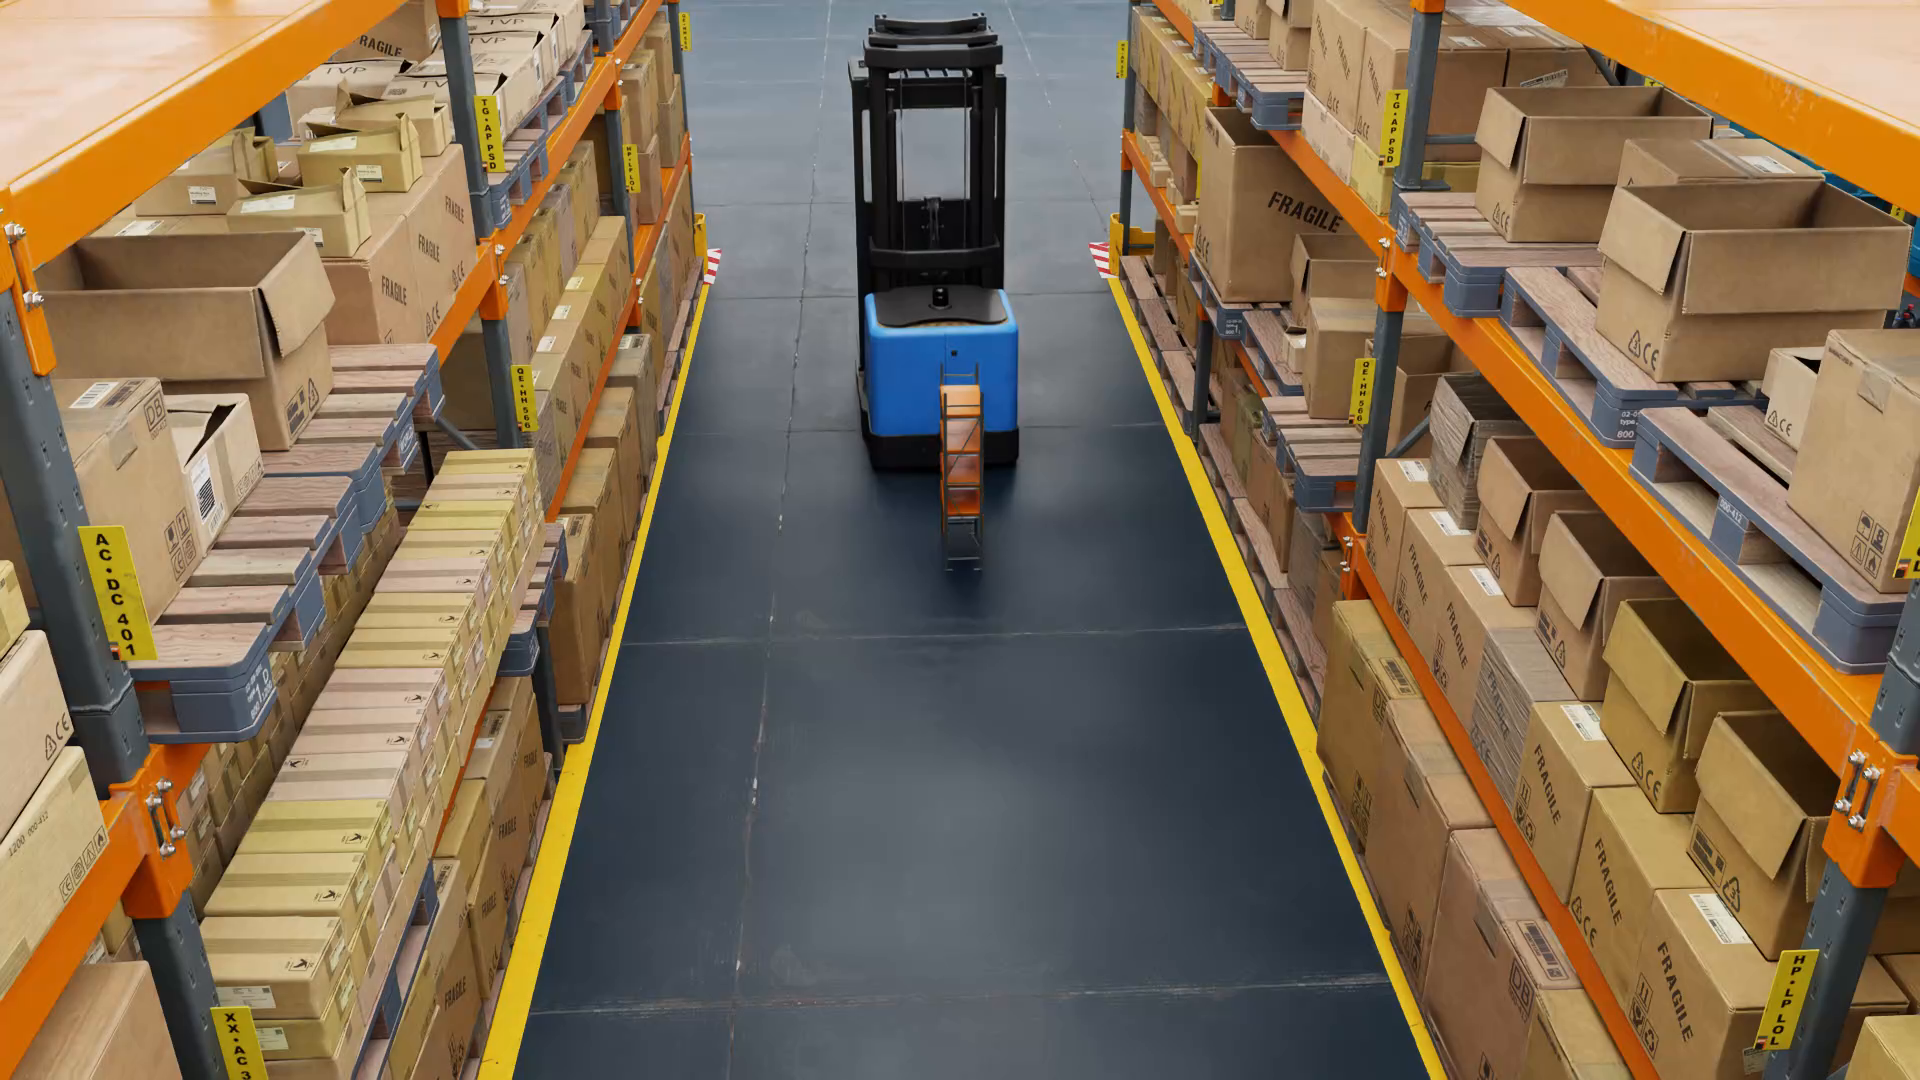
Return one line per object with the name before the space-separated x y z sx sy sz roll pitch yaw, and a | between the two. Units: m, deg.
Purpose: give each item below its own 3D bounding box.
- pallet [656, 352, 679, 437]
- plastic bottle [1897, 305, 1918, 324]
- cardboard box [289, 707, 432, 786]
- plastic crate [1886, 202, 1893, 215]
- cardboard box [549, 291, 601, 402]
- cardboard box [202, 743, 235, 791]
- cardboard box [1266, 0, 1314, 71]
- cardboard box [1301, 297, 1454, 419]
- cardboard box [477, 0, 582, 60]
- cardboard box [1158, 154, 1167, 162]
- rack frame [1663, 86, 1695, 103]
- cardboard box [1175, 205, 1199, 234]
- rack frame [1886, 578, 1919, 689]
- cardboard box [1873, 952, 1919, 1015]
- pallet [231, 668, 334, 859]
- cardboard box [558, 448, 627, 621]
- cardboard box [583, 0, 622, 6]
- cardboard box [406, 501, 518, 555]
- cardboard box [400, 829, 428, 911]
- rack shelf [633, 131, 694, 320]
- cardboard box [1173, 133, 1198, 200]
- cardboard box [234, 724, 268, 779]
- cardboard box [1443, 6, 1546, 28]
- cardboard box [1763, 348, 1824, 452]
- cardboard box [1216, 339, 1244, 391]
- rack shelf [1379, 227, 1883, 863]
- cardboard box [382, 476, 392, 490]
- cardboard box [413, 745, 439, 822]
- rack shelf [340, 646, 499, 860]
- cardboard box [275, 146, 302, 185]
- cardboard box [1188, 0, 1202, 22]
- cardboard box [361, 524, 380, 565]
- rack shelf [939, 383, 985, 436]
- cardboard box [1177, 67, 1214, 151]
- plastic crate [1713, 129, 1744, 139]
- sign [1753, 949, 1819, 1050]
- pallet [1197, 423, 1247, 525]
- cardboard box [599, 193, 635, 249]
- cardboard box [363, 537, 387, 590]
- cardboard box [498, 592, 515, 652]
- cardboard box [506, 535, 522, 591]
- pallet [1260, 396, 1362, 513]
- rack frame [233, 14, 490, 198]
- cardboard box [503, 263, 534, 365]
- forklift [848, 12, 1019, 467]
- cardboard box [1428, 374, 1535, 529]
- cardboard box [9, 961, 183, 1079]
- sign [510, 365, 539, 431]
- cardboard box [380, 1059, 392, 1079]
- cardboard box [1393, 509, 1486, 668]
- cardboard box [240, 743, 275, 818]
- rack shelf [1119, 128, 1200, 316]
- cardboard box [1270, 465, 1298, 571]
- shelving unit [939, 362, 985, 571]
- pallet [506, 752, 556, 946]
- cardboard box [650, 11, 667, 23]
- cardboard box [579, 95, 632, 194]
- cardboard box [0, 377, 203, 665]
pallet | -2.717 -1.119 12.729 1.003 0.211 1.213 -1 28 -3
plastic bottle | 7.512 -1.686 13.189 0.144 0.351 0.185 -3 28 -5
cardboard box | -1.955 0.680 5.439 0.380 0.149 0.250 -2 28 -3
plastic crate | 7.249 -2.412 12.261 0.767 0.338 0.504 -1 28 -3
cardboard box | -2.379 -1.111 9.591 0.500 0.500 0.500 -2 28 -3
cardboard box | -2.603 0.695 5.411 0.380 0.149 0.250 -2 28 -4
cardboard box | 2.179 -2.983 9.478 0.797 0.503 0.637 0 28 -1
cardboard box | 2.215 -0.962 8.852 0.700 0.500 0.500 3 28 5
cardboard box | -2.471 -2.931 9.545 0.500 0.250 0.500 -2 28 -3
cardboard box | 1.843 -3.097 13.778 0.380 0.149 0.250 -1 28 -3
rack frame | 6.941 -4.042 15.319 1.000 3.000 0.127 -1 28 -3
cardboard box | 1.818 -2.402 12.445 0.380 0.149 0.250 -1 28 -3
rack frame | 2.621 -1.041 3.077 1.000 3.000 0.127 -1 28 -3
cardboard box | 2.847 1.356 4.860 0.500 0.500 0.500 -1 28 -2
pallet | -2.402 0.843 6.159 1.003 0.211 1.213 -1 28 -3
cardboard box | -2.537 -0.031 9.606 1.050 0.750 0.750 -1 28 -2
cardboard box | -2.435 -3.628 10.990 0.380 0.149 0.250 -2 28 -3
cardboard box | -2.038 -0.041 6.822 0.380 0.149 0.250 -1 28 -1
cardboard box | -1.940 1.065 5.344 0.380 0.149 0.250 -1 28 -2
rack shelf | -2.860 -2.607 13.345 1.077 0.370 4.000 -1 28 -3
cardboard box | 2.124 -2.921 12.740 0.875 0.500 0.500 -1 28 -3
cardboard box | -2.628 0.698 5.726 0.380 0.149 0.250 -1 28 -2
cardboard box | 2.622 -2.282 8.051 0.500 0.500 0.500 -1 28 -2
cardboard box | 2.654 -0.366 4.670 0.500 0.311 0.500 -2 28 -4
cardboard box | 2.222 -1.339 12.385 0.500 0.500 0.500 -2 28 -4
rack shelf | 2.517 -0.316 5.708 1.077 0.370 4.000 -1 28 -3
cardboard box | -2.715 -0.274 7.267 0.380 0.149 0.250 -1 28 -3
cardboard box | -1.958 0.809 5.513 0.380 0.149 0.250 0 28 -1
rack shelf | -2.442 1.088 6.261 1.077 0.370 4.000 -1 28 -3
cardboard box | -2.782 -1.259 6.631 0.500 0.500 0.500 -1 28 -3
cardboard box | 1.902 -3.785 11.743 0.500 0.250 0.500 -1 28 -1
cardboard box | -2.705 -0.008 7.081 0.380 0.149 0.250 0 28 0
rack shelf | 0.009 -0.804 10.206 0.258 0.148 0.480 -1 28 -3
cardboard box | 1.878 -3.127 12.053 0.500 0.500 0.500 -1 28 -3
plastic crate | 6.666 -3.504 14.573 0.298 0.136 0.250 -1 28 -3
sign | 2.080 1.158 4.181 0.100 0.325 0.005 -1 28 -3
pallet | 2.246 -0.480 11.503 1.003 0.211 1.213 -1 28 -3
cardboard box | -2.786 -2.239 11.699 0.875 0.550 0.550 -1 28 -3
cardboard box | -2.711 0.106 7.184 0.380 0.149 0.250 0 28 0
cardboard box | -2.027 0.336 6.743 0.380 0.149 0.250 -2 28 -3
cardboard box | -2.034 0.100 6.873 0.380 0.149 0.250 -1 28 -1
pallet | 2.269 -0.470 8.676 1.213 0.211 1.003 -1 28 -3
rack frame | -2.546 -2.815 6.479 1.000 3.000 0.127 -1 28 -3
cardboard box | -2.587 -1.084 8.457 0.700 0.500 0.500 -2 28 -3
forklift | -0.242 -2.458 12.355 1.130 2.935 3.031 -3 28 -5
cardboard box | 2.434 -0.379 7.103 0.797 0.503 0.637 0 28 -1
cardboard box | -2.043 1.283 3.597 0.500 0.500 0.500 -2 28 -4
sign | -2.005 -0.651 7.650 0.100 0.325 0.005 -1 28 -3
cardboard box | -2.112 1.934 5.298 0.500 0.250 0.500 -3 28 -5
cardboard box | 2.195 0.197 7.083 0.500 0.500 0.500 -2 28 -4
cardboard box | -2.627 0.837 5.781 0.380 0.149 0.250 0 28 0
rack shelf | 2.099 -2.680 13.485 1.077 0.370 4.000 -1 28 -3
cardboard box | 2.279 -0.141 10.067 0.700 0.500 0.500 1 28 2
shelving unit | 0.009 -0.456 10.388 0.258 1.200 0.503 -1 28 -3
pallet | -2.507 1.442 7.819 1.003 0.211 1.213 -1 28 -3
cardboard box | -2.983 -4.223 14.335 0.875 0.550 0.550 -1 28 -3
cardboard box | -2.740 -2.719 11.451 0.875 0.550 0.550 -1 28 -3
cardboard box | -2.247 -0.046 3.851 0.700 0.500 0.500 -1 28 -3
